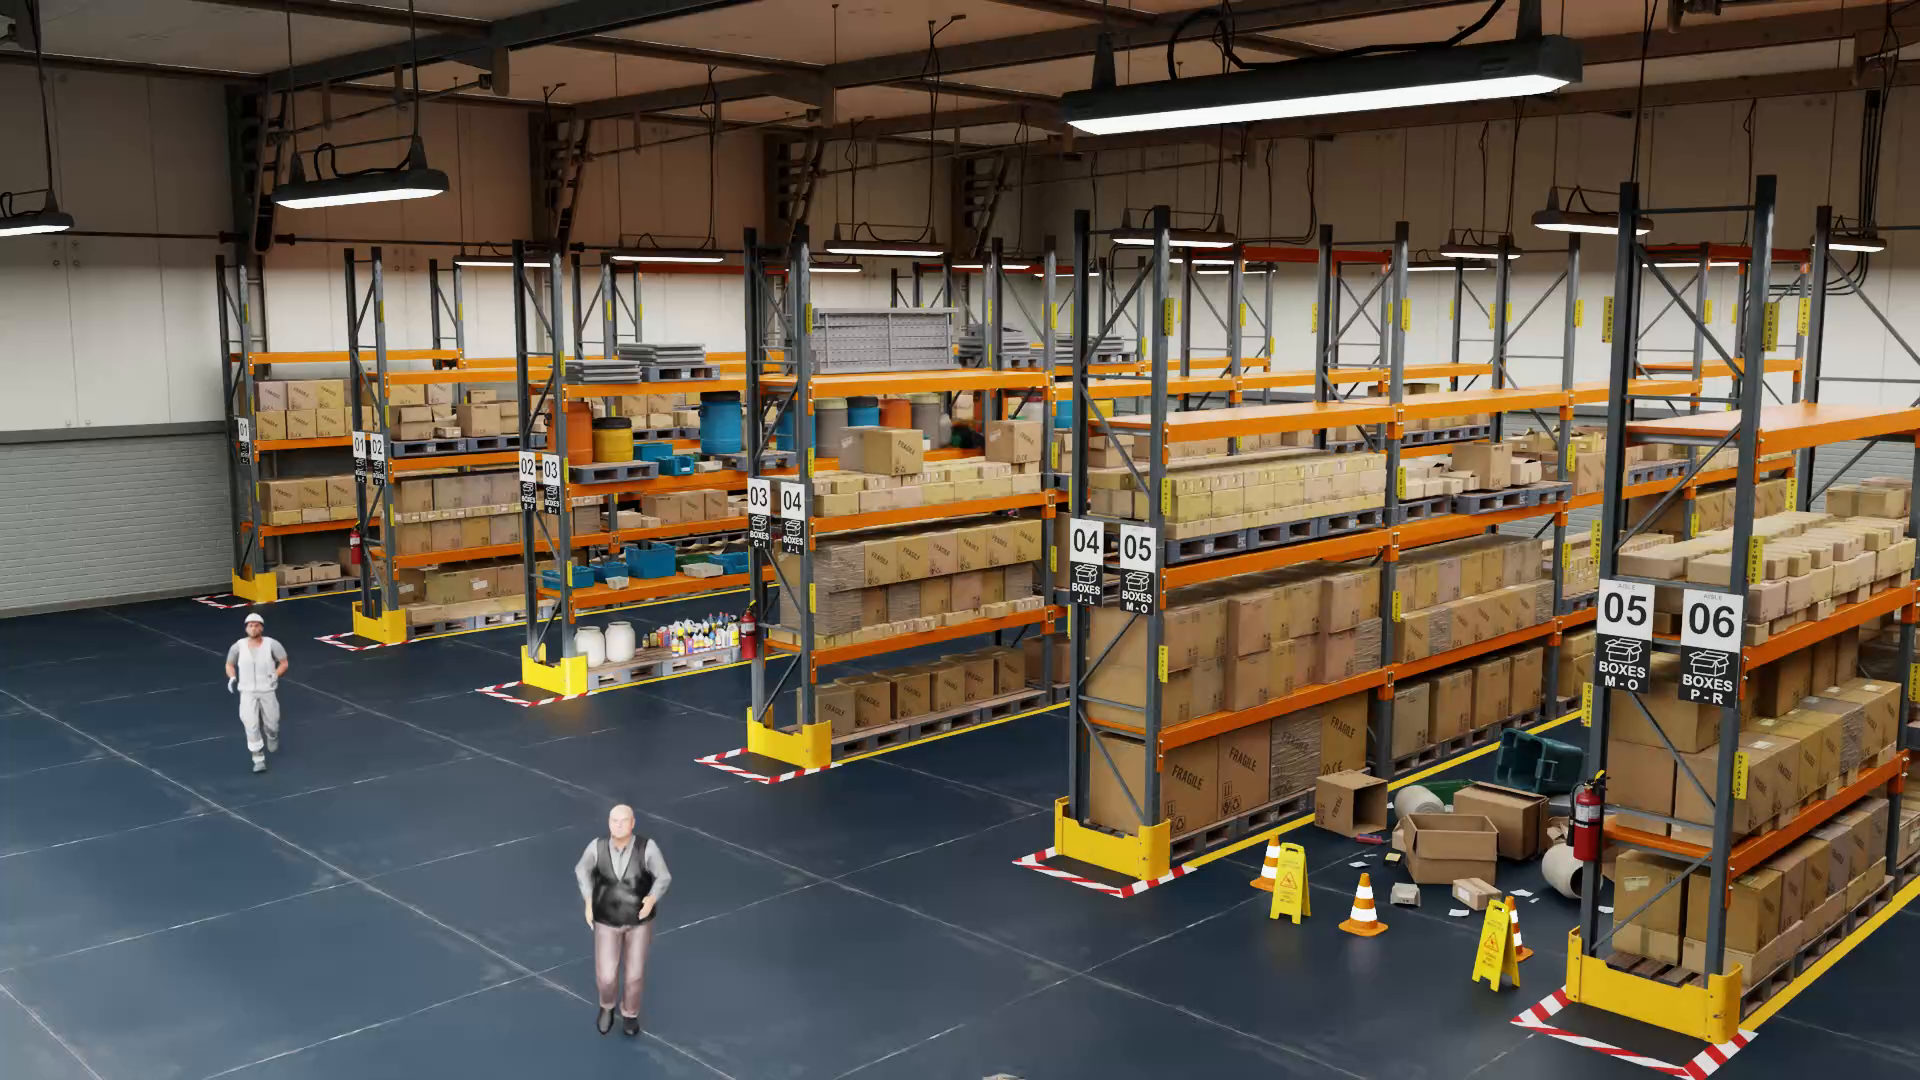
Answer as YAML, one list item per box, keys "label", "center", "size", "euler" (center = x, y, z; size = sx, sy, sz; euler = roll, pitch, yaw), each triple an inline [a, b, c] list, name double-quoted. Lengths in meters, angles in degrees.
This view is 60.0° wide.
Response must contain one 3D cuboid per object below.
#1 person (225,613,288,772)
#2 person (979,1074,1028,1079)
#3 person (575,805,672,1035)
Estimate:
- label: "person"
  center: [-7.853, 1.681, 18.594]
  size: [0.659, 1.742, 0.708]
  euler: [-3, 8, -17]
- label: "person"
  center: [0.192, 3.256, 7.926]
  size: [0.607, 1.649, 0.592]
  euler: [0, 8, -3]
- label: "person"
  center: [-2.352, 2.688, 11.654]
  size: [0.667, 1.692, 0.617]
  euler: [-2, 8, -11]
